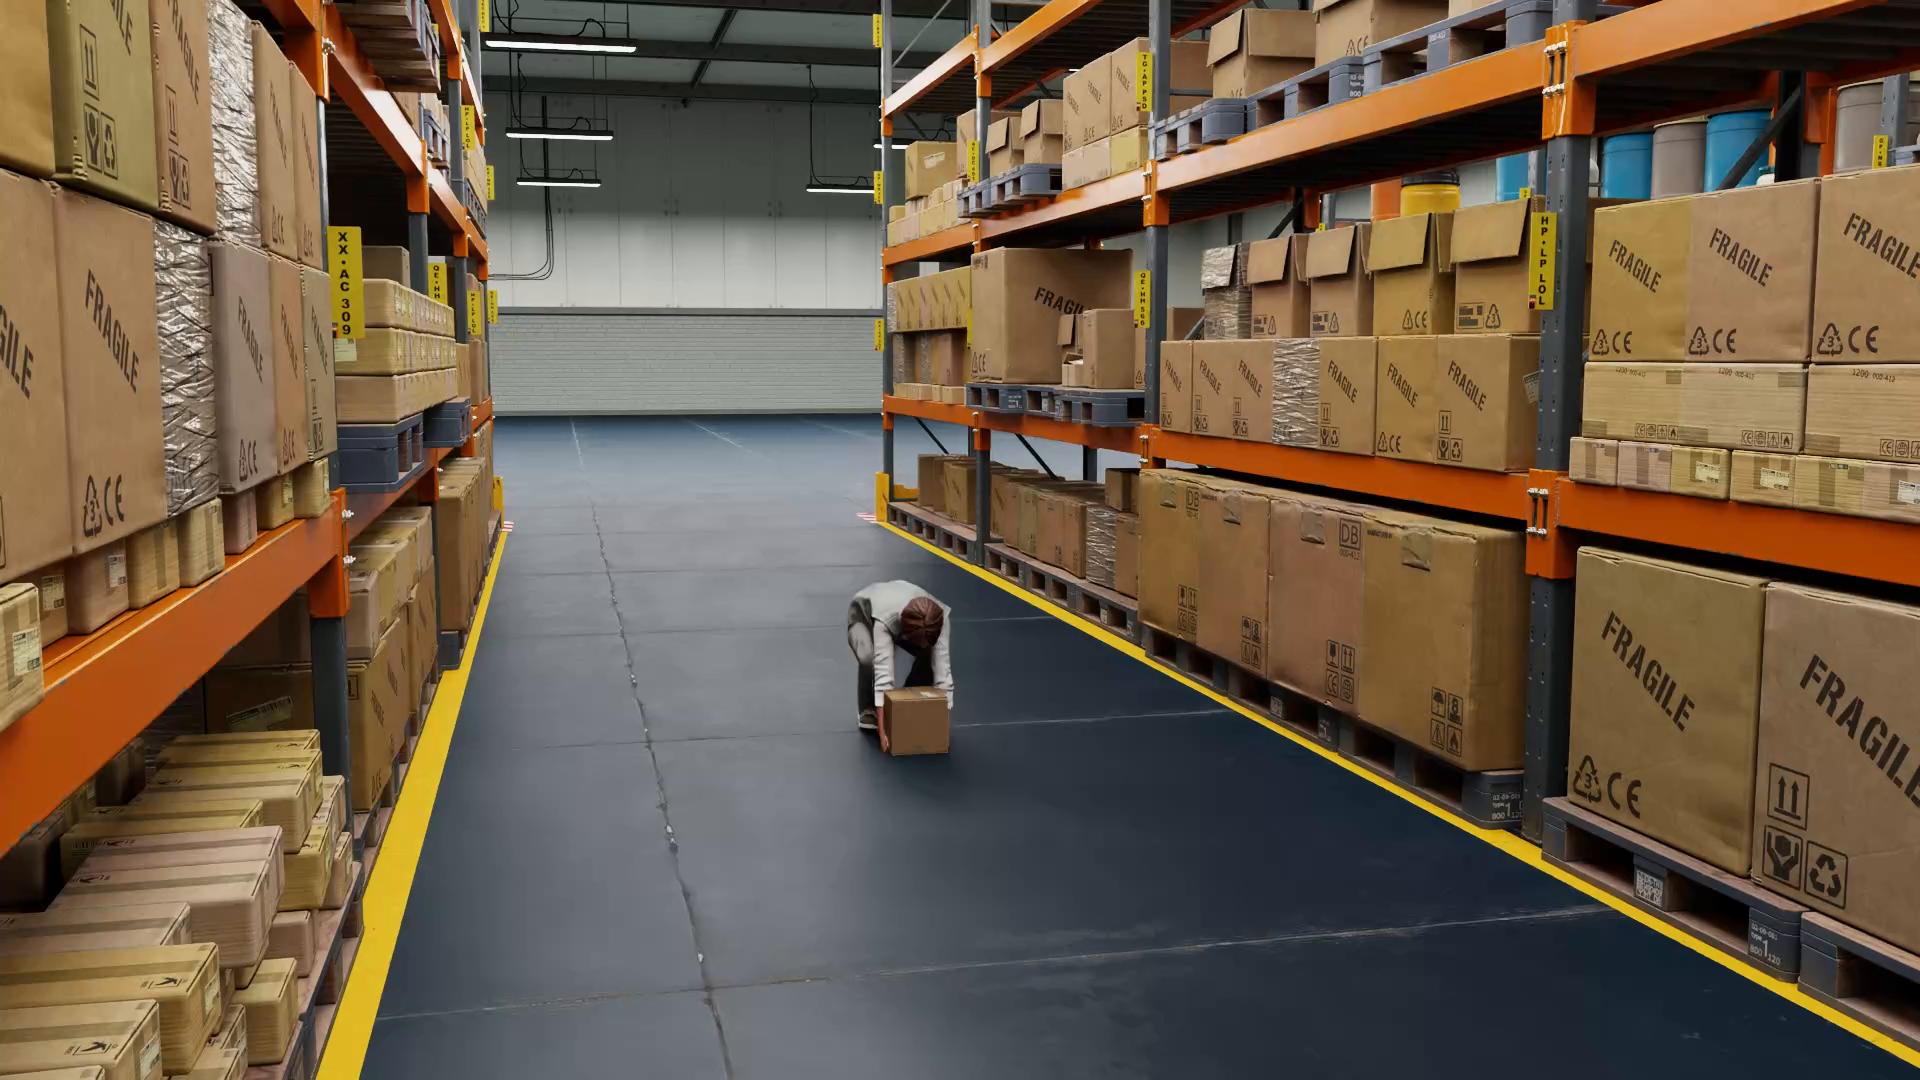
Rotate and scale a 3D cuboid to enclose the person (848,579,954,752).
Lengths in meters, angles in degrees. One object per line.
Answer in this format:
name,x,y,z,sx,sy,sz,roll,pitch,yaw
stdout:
person,-0.272,0.556,7.601,0.421,0.715,0.869,-2,7,-15
